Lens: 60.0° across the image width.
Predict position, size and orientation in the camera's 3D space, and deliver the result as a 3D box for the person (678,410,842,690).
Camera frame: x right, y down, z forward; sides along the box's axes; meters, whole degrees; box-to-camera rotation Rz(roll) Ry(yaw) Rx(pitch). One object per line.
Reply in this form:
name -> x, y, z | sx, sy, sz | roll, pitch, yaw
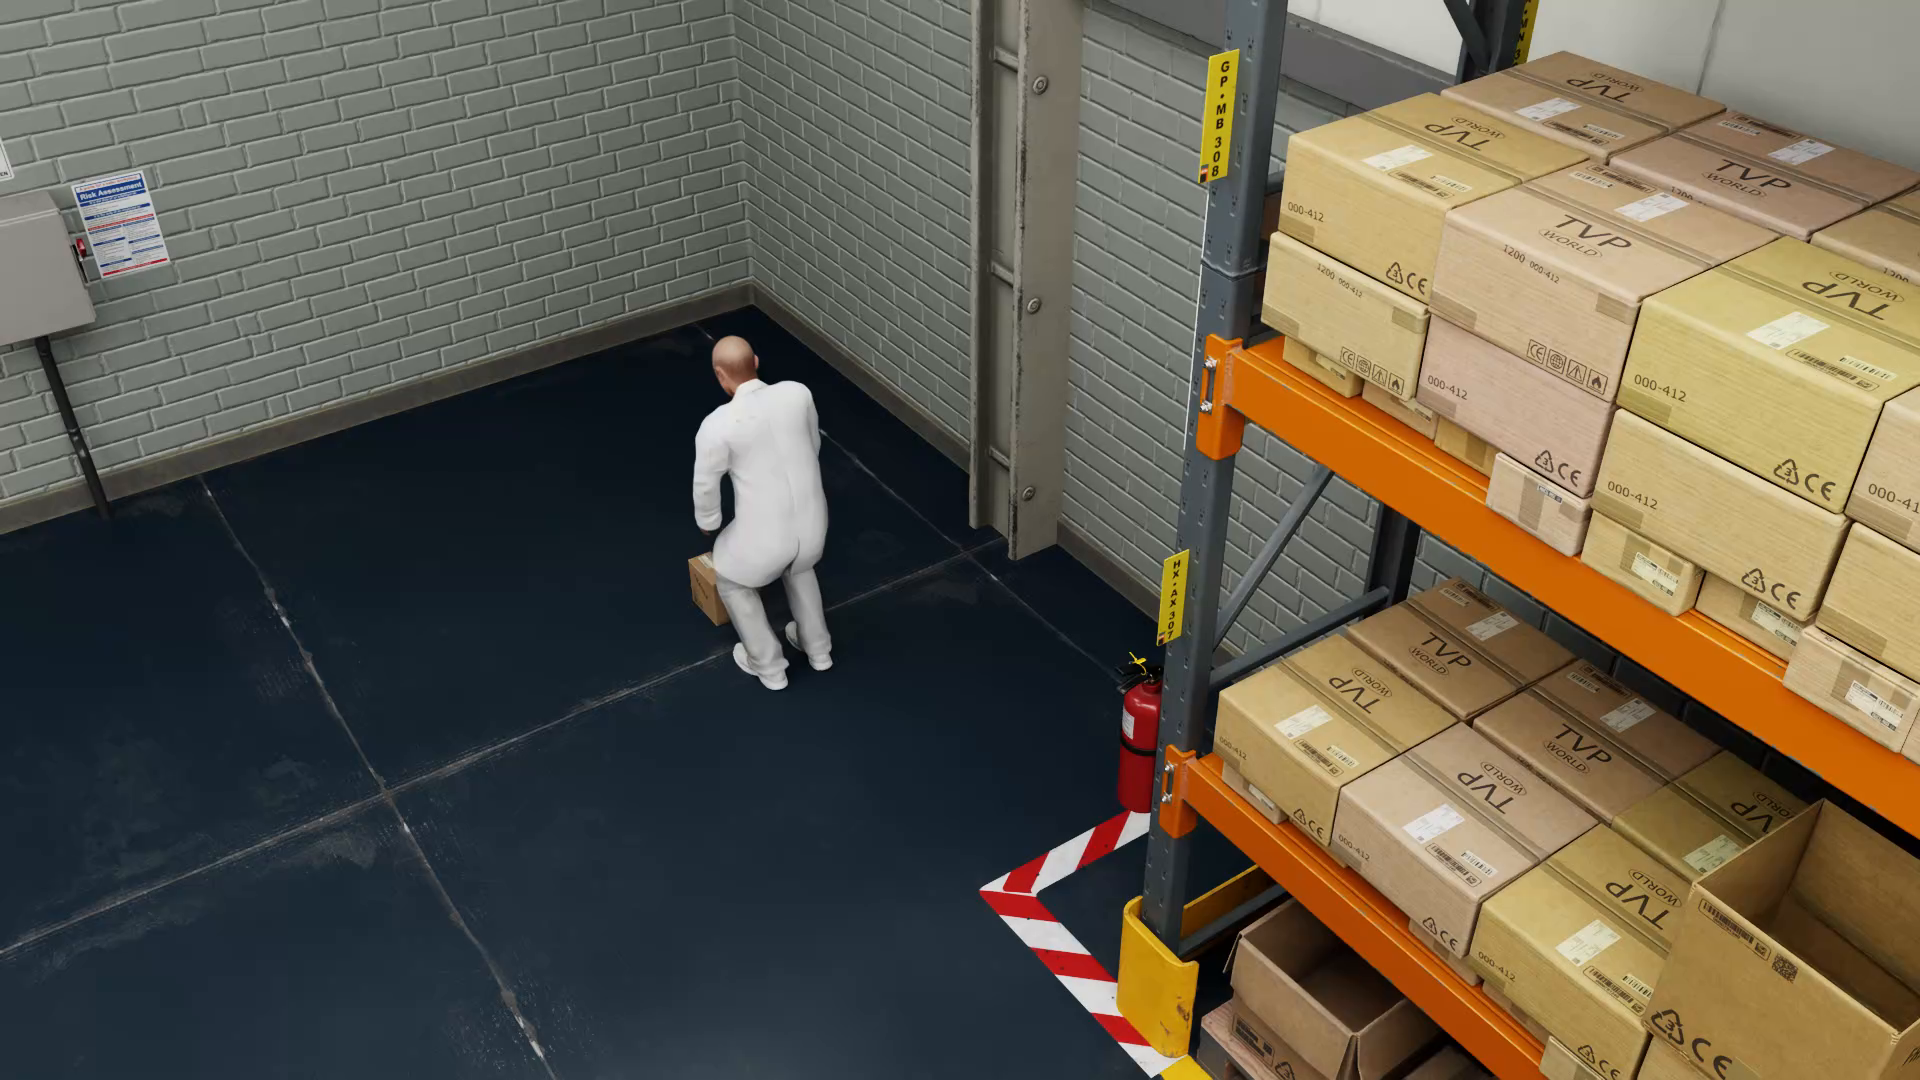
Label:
person -> -0.891, 0.063, 7.454 | 0.626, 1.165, 0.831 | -22, 42, -28
